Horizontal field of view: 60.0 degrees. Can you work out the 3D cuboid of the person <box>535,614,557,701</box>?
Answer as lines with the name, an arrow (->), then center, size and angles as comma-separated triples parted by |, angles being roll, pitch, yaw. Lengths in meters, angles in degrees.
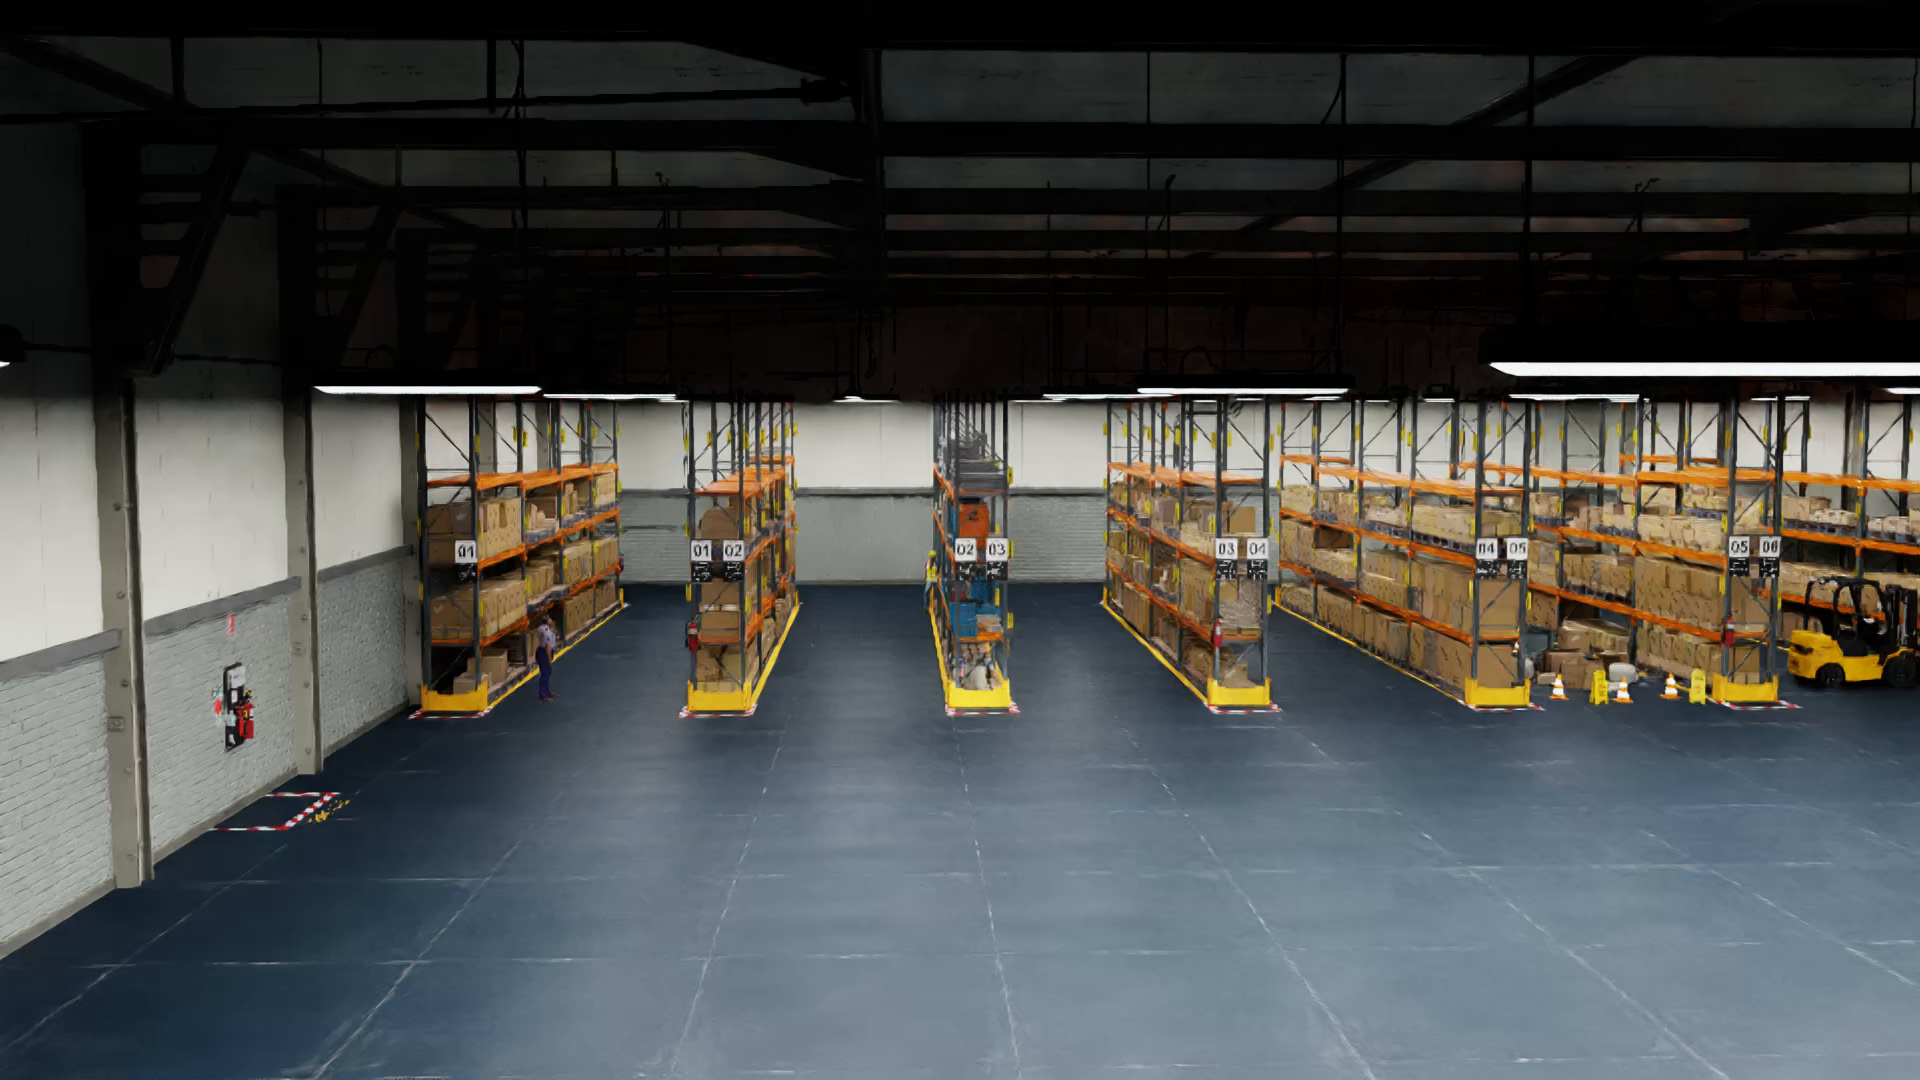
person -> -8.000, 2.257, 32.266 | 0.445, 1.657, 0.578 | -3, 5, -29

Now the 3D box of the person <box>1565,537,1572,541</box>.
person -> 18.389, 0.770, 50.097 | 0.717, 1.738, 0.571 | -3, 5, -31

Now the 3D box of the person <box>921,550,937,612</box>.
person -> -0.712, 1.117, 46.095 | 0.618, 1.717, 0.962 | 2, 5, 20

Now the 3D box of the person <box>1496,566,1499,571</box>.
person -> 13.345, 1.486, 41.598 | 0.556, 1.658, 0.572 | 2, 5, 19
